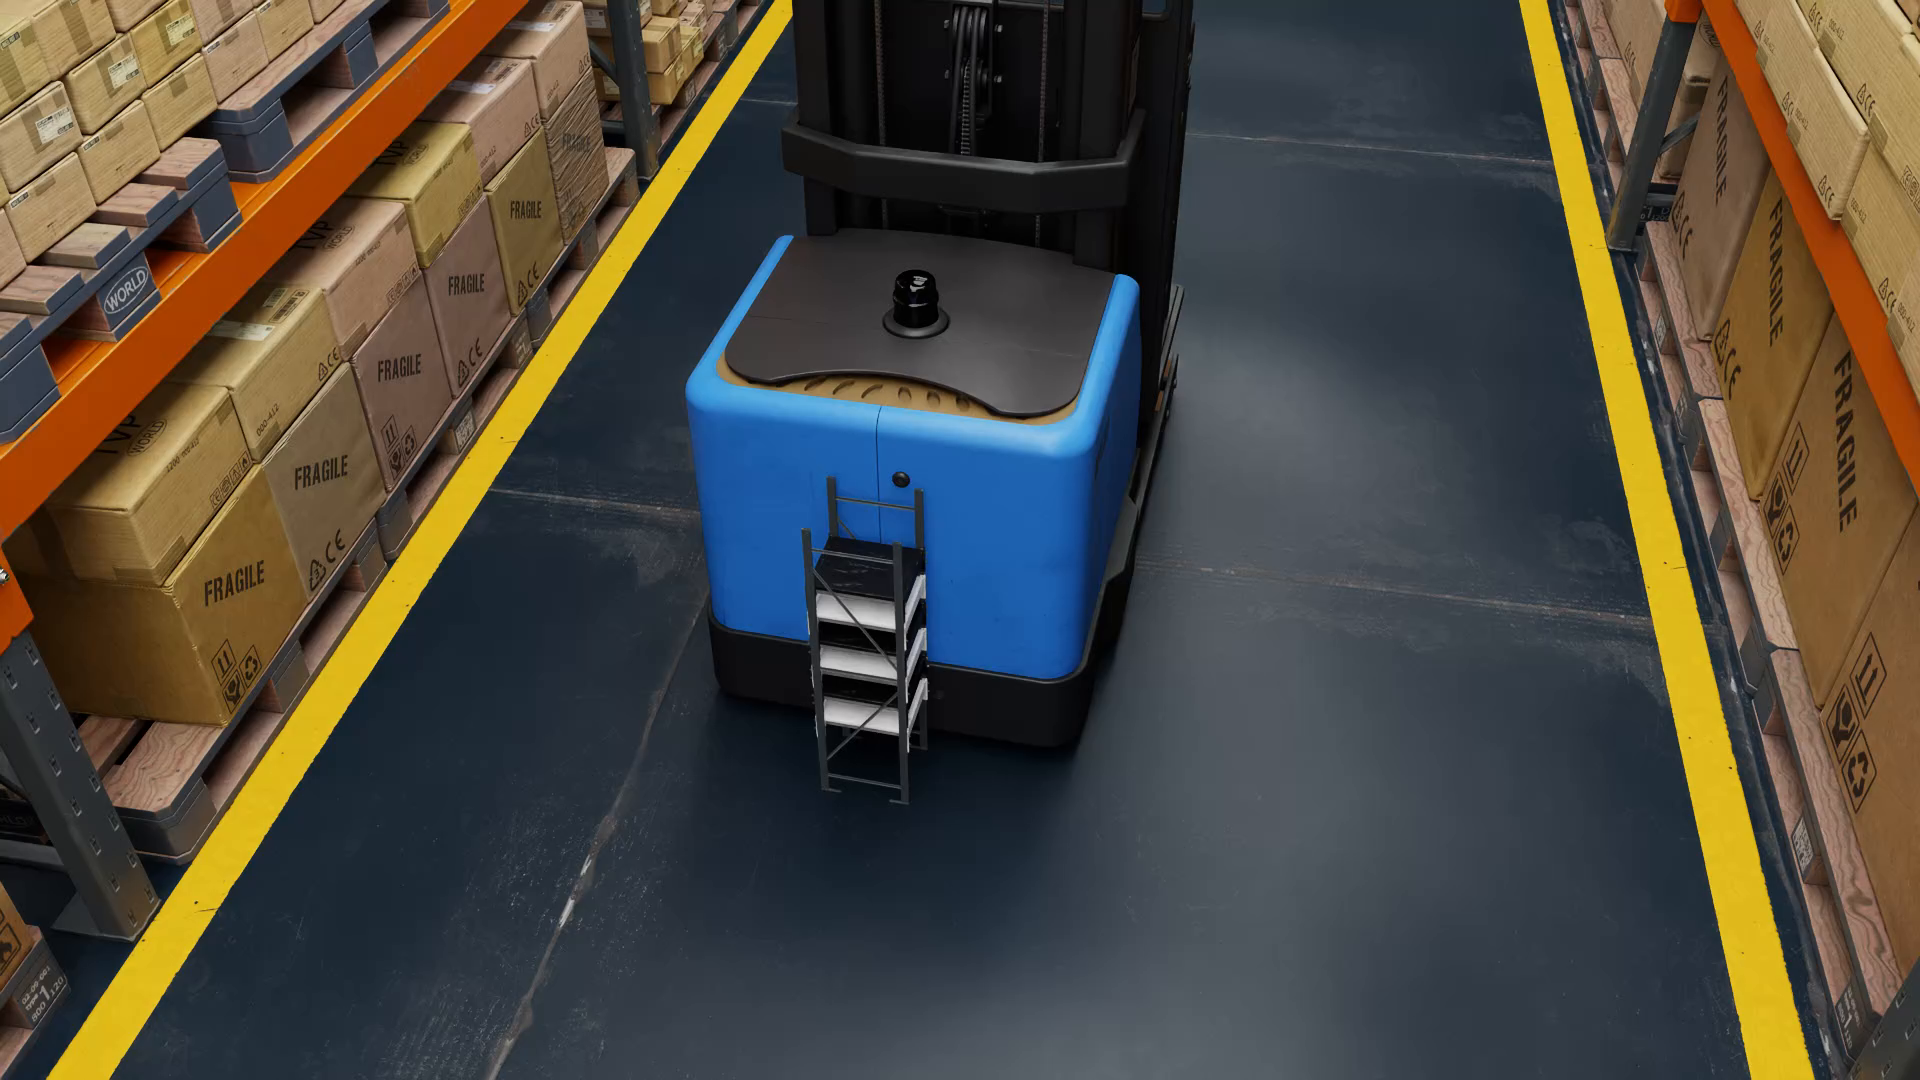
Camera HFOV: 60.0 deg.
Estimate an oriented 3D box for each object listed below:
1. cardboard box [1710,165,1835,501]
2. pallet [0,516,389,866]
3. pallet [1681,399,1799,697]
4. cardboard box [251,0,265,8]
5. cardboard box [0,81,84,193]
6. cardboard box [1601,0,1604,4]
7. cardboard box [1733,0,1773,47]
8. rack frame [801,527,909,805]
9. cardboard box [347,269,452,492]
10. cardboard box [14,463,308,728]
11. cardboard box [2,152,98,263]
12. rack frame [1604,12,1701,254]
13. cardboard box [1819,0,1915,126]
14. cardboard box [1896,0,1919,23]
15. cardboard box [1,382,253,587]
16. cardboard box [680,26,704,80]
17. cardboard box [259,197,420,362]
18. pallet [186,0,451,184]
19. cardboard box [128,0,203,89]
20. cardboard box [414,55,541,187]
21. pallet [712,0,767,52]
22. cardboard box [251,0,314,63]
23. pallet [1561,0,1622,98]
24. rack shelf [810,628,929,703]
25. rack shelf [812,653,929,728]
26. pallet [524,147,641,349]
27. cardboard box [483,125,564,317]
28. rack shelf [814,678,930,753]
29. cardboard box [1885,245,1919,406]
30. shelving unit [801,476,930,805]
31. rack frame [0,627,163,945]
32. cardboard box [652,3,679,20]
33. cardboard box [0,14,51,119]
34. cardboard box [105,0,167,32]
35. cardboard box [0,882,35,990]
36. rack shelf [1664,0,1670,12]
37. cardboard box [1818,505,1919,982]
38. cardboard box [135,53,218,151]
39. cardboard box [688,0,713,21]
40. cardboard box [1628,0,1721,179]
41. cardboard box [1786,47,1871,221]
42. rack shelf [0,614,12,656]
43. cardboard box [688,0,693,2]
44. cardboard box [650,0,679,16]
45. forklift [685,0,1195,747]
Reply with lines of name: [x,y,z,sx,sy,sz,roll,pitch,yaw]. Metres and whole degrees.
cardboard box: [2.915,-0.669,5.043,0.875,0.875,0.875,7,40,9]
pallet: [-2.357,0.321,4.697,1.003,0.211,1.213,6,40,8]
pallet: [2.824,0.043,5.032,1.003,0.211,1.213,6,40,8]
cardboard box: [-1.990,-1.533,4.384,0.380,0.149,0.250,6,40,7]
cardboard box: [-2.167,-0.895,3.613,0.380,0.149,0.250,8,40,10]
cardboard box: [3.618,-2.976,8.177,0.875,0.438,0.875,7,40,9]
cardboard box: [2.668,-1.662,5.024,0.500,0.250,0.500,5,40,7]
rack frame: [-0.252,0.337,4.137,0.240,0.900,0.006,8,40,10]
cardboard box: [-1.952,-0.517,5.153,0.500,0.500,0.500,5,40,7]
cardboard box: [-2.120,0.122,4.381,0.500,0.500,0.500,5,40,6]
cardboard box: [-2.170,-0.756,3.678,0.380,0.149,0.250,8,40,10]
rack frame: [3.092,-2.292,5.668,1.000,3.000,0.127,6,40,8]
cardboard box: [2.476,-1.220,4.097,0.500,0.250,0.500,5,40,6]
cardboard box: [2.499,-1.509,3.858,0.500,0.500,0.500,6,40,7]
cardboard box: [-2.135,-0.157,4.130,0.500,0.250,0.500,5,40,6]
cardboard box: [-1.375,-2.197,7.462,0.380,0.149,0.250,8,40,9]
cardboard box: [-1.949,-0.785,4.889,0.500,0.250,0.500,7,40,8]
pallet: [-2.191,-1.437,4.784,1.003,0.211,1.213,6,40,8]
cardboard box: [-2.081,-1.221,4.007,0.380,0.149,0.250,7,40,8]
cardboard box: [-1.783,-1.445,5.688,0.500,0.250,0.500,8,40,10]
pallet: [-1.511,-2.893,8.583,1.003,0.211,1.213,6,40,8]
cardboard box: [-1.989,-1.420,4.481,0.380,0.149,0.250,7,40,8]
pallet: [3.509,-2.454,8.052,1.003,0.211,1.213,6,40,8]
rack shelf: [-0.229,0.299,4.234,0.258,0.077,0.200,8,40,10]
rack shelf: [-0.229,0.369,4.292,0.258,0.077,0.200,8,40,10]
pallet: [-1.934,-1.211,6.549,1.003,0.211,1.213,6,40,8]
cardboard box: [-1.770,-1.159,5.929,0.500,0.500,0.500,6,40,7]
rack shelf: [-0.229,0.438,4.349,0.258,0.077,0.200,8,40,10]
cardboard box: [2.304,-0.392,3.488,0.500,0.250,0.500,7,40,8]
shelving unit: [-0.229,0.273,4.213,0.258,0.900,0.210,8,40,10]
rack frame: [-2.493,-0.264,3.215,1.000,3.000,0.127,6,40,8]
cardboard box: [-1.468,-2.313,7.368,0.380,0.149,0.250,7,40,8]
cardboard box: [-2.178,-0.996,3.501,0.380,0.149,0.250,5,40,6]
cardboard box: [-2.085,-1.315,3.888,0.380,0.149,0.250,5,40,6]
cardboard box: [-2.687,0.814,3.348,1.050,0.750,0.750,6,40,7]
rack shelf: [3.438,-3.270,7.415,1.077,0.370,4.000,6,40,8]
cardboard box: [2.601,0.451,3.688,0.875,0.875,0.875,6,40,7]
cardboard box: [-2.079,-1.095,4.088,0.380,0.149,0.250,8,40,10]
cardboard box: [-1.389,-2.524,7.857,0.380,0.149,0.250,6,40,7]
cardboard box: [3.306,-1.848,6.813,0.875,0.438,0.875,6,40,7]
cardboard box: [2.468,-1.030,4.259,0.500,0.250,0.500,6,40,7]
rack shelf: [-2.839,1.269,1.926,1.077,0.370,4.000,6,40,8]
cardboard box: [-1.411,-2.639,7.762,0.380,0.149,0.250,4,40,5]
cardboard box: [-1.431,-2.426,7.271,0.380,0.149,0.250,8,40,10]
forklift: [0.143,-1.520,4.788,1.130,2.935,3.031,8,40,10]
